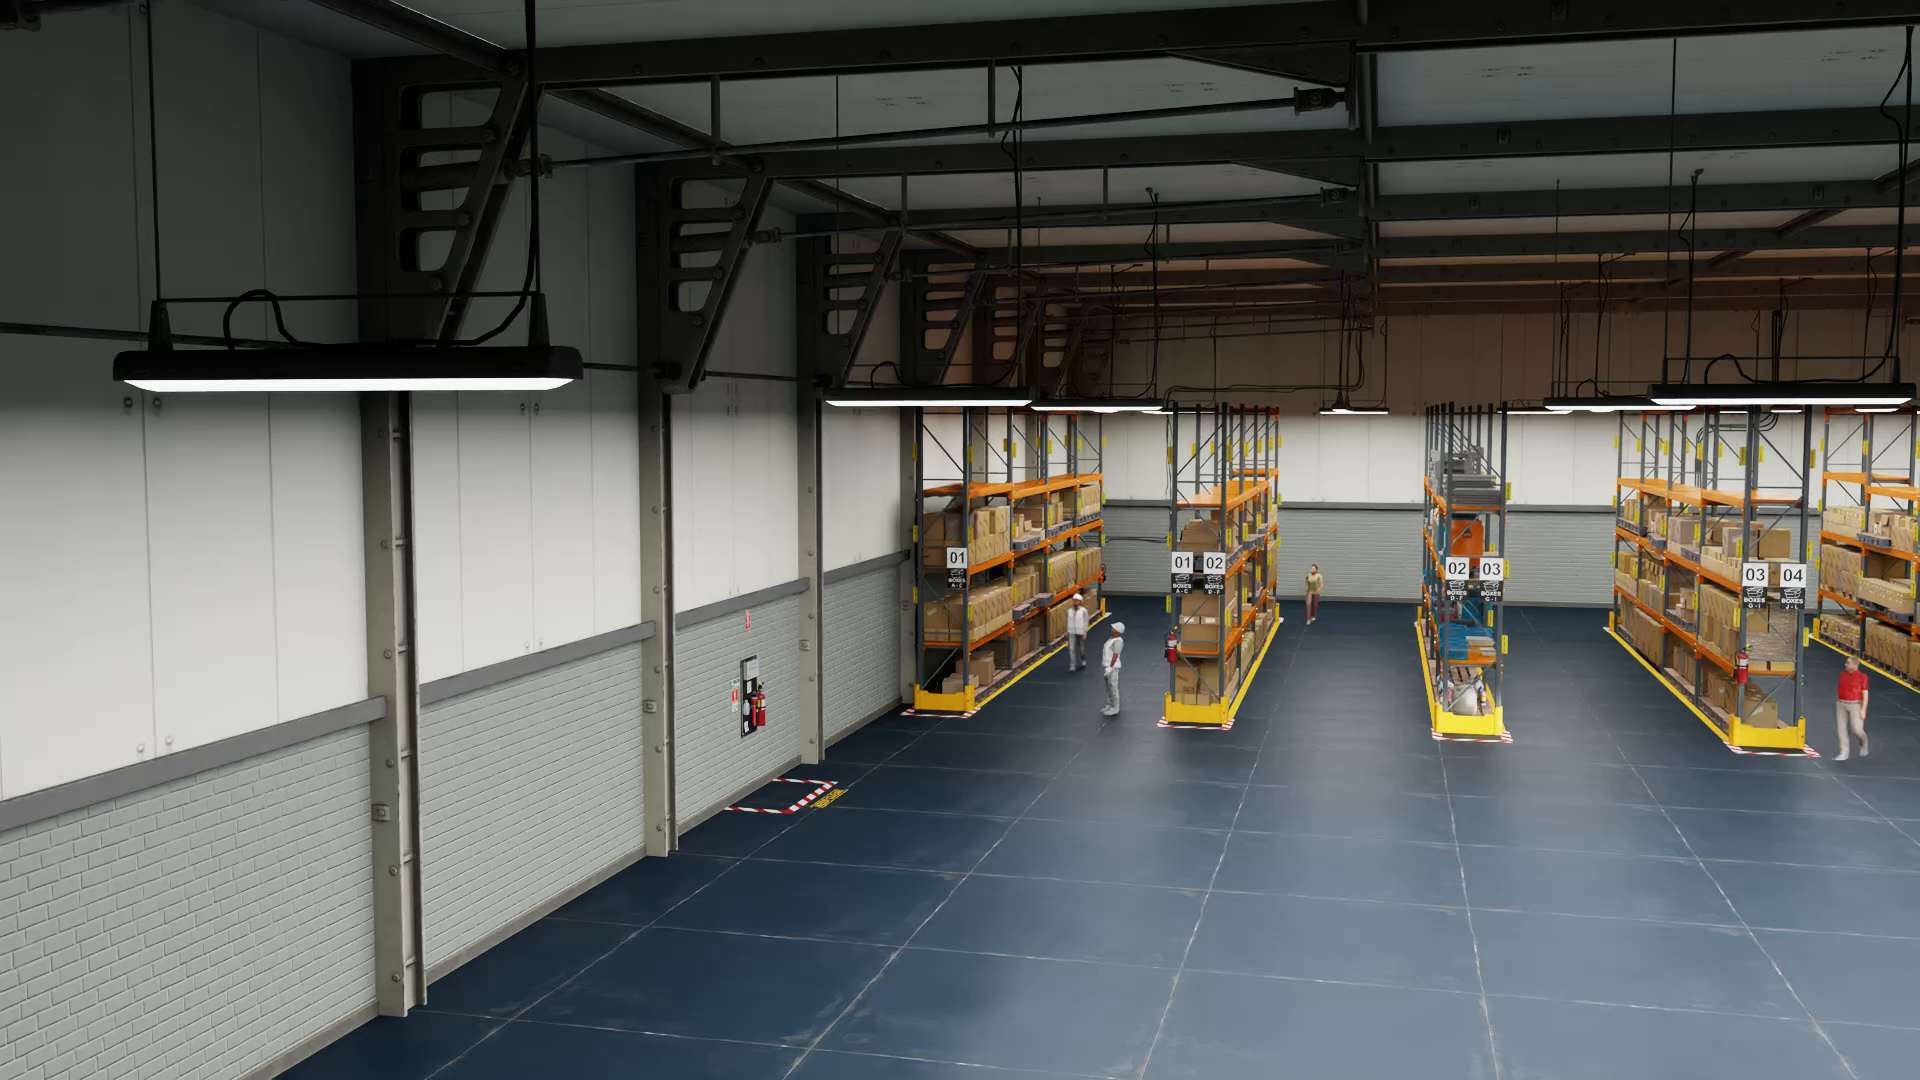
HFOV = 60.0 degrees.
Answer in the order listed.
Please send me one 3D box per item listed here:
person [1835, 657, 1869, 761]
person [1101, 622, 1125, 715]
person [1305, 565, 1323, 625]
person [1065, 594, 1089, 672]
[{"bbox_3d":[14.876,2.804,27.725,0.631,1.723,0.525,-4,6,-41],"label":"person"},{"bbox_3d":[2.926,2.467,32.126,0.460,1.769,0.594,-1,4,-17],"label":"person"},{"bbox_3d":[9.842,1.503,46.274,0.514,1.650,0.973,1,4,15],"label":"person"},{"bbox_3d":[2.636,2.091,37.606,0.566,1.727,1.052,1,4,11],"label":"person"}]
